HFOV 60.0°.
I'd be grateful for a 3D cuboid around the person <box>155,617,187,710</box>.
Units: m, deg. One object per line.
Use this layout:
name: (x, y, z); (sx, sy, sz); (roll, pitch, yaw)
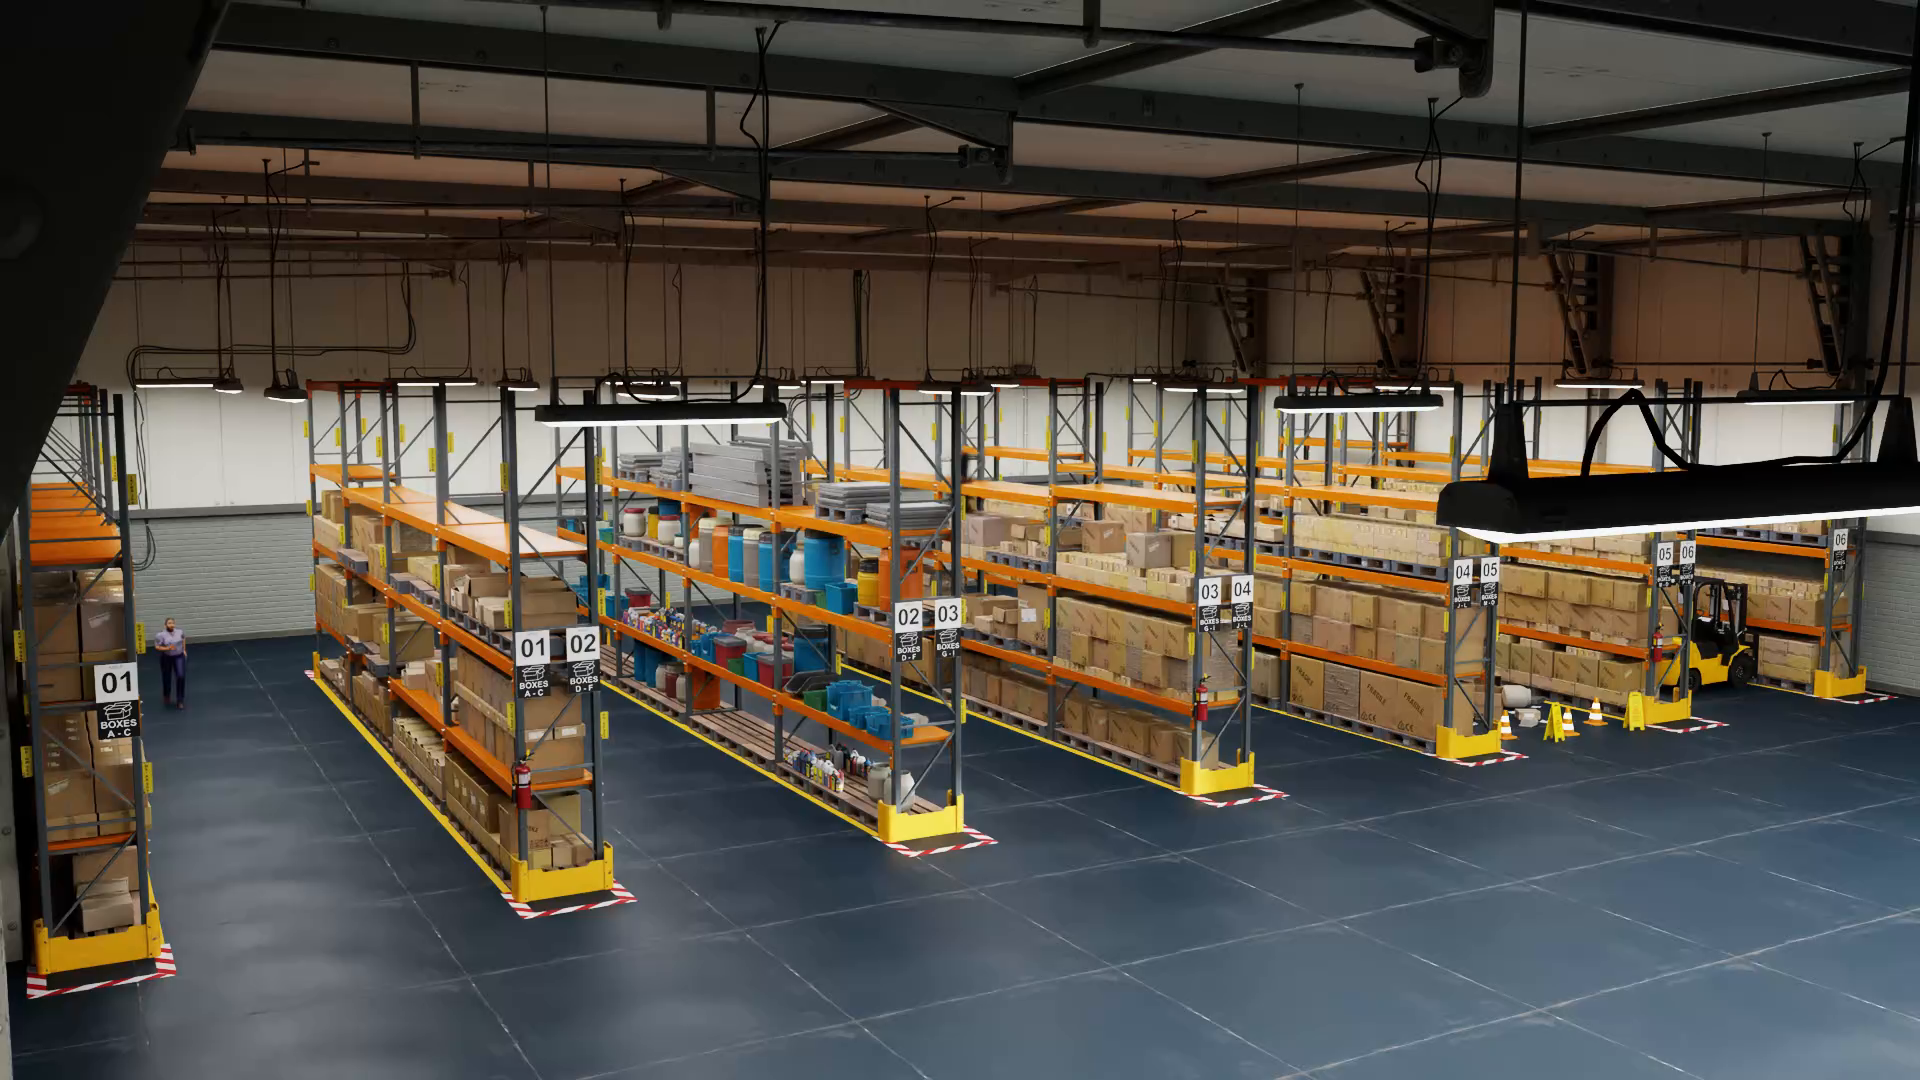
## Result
person: (-14.527, 2.259, 30.632); (0.558, 1.707, 0.842); (-4, 7, -33)
